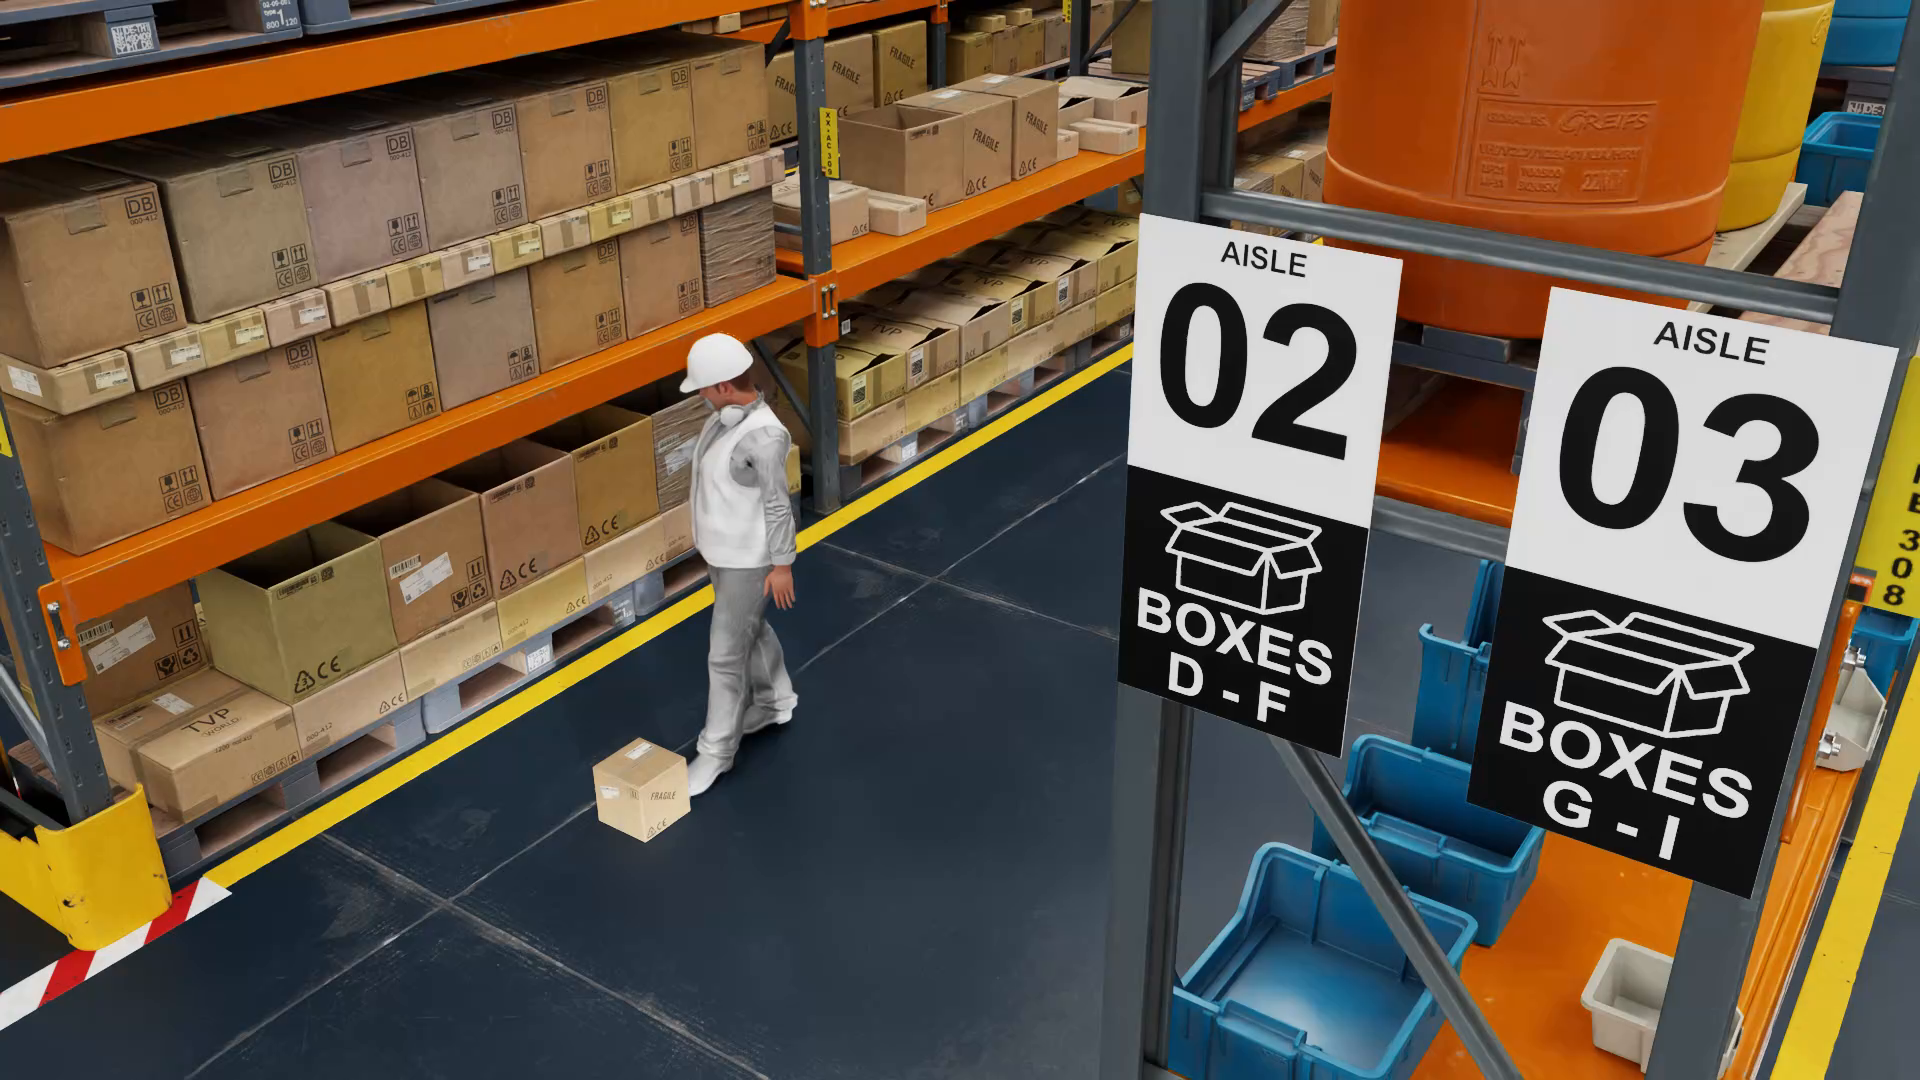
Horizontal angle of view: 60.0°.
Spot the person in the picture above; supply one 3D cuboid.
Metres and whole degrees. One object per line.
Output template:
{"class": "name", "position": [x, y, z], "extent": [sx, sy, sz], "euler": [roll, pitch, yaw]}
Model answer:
{"class": "person", "position": [-0.939, 0.072, 6.418], "extent": [0.621, 1.765, 0.490], "euler": [-12, 29, -23]}
